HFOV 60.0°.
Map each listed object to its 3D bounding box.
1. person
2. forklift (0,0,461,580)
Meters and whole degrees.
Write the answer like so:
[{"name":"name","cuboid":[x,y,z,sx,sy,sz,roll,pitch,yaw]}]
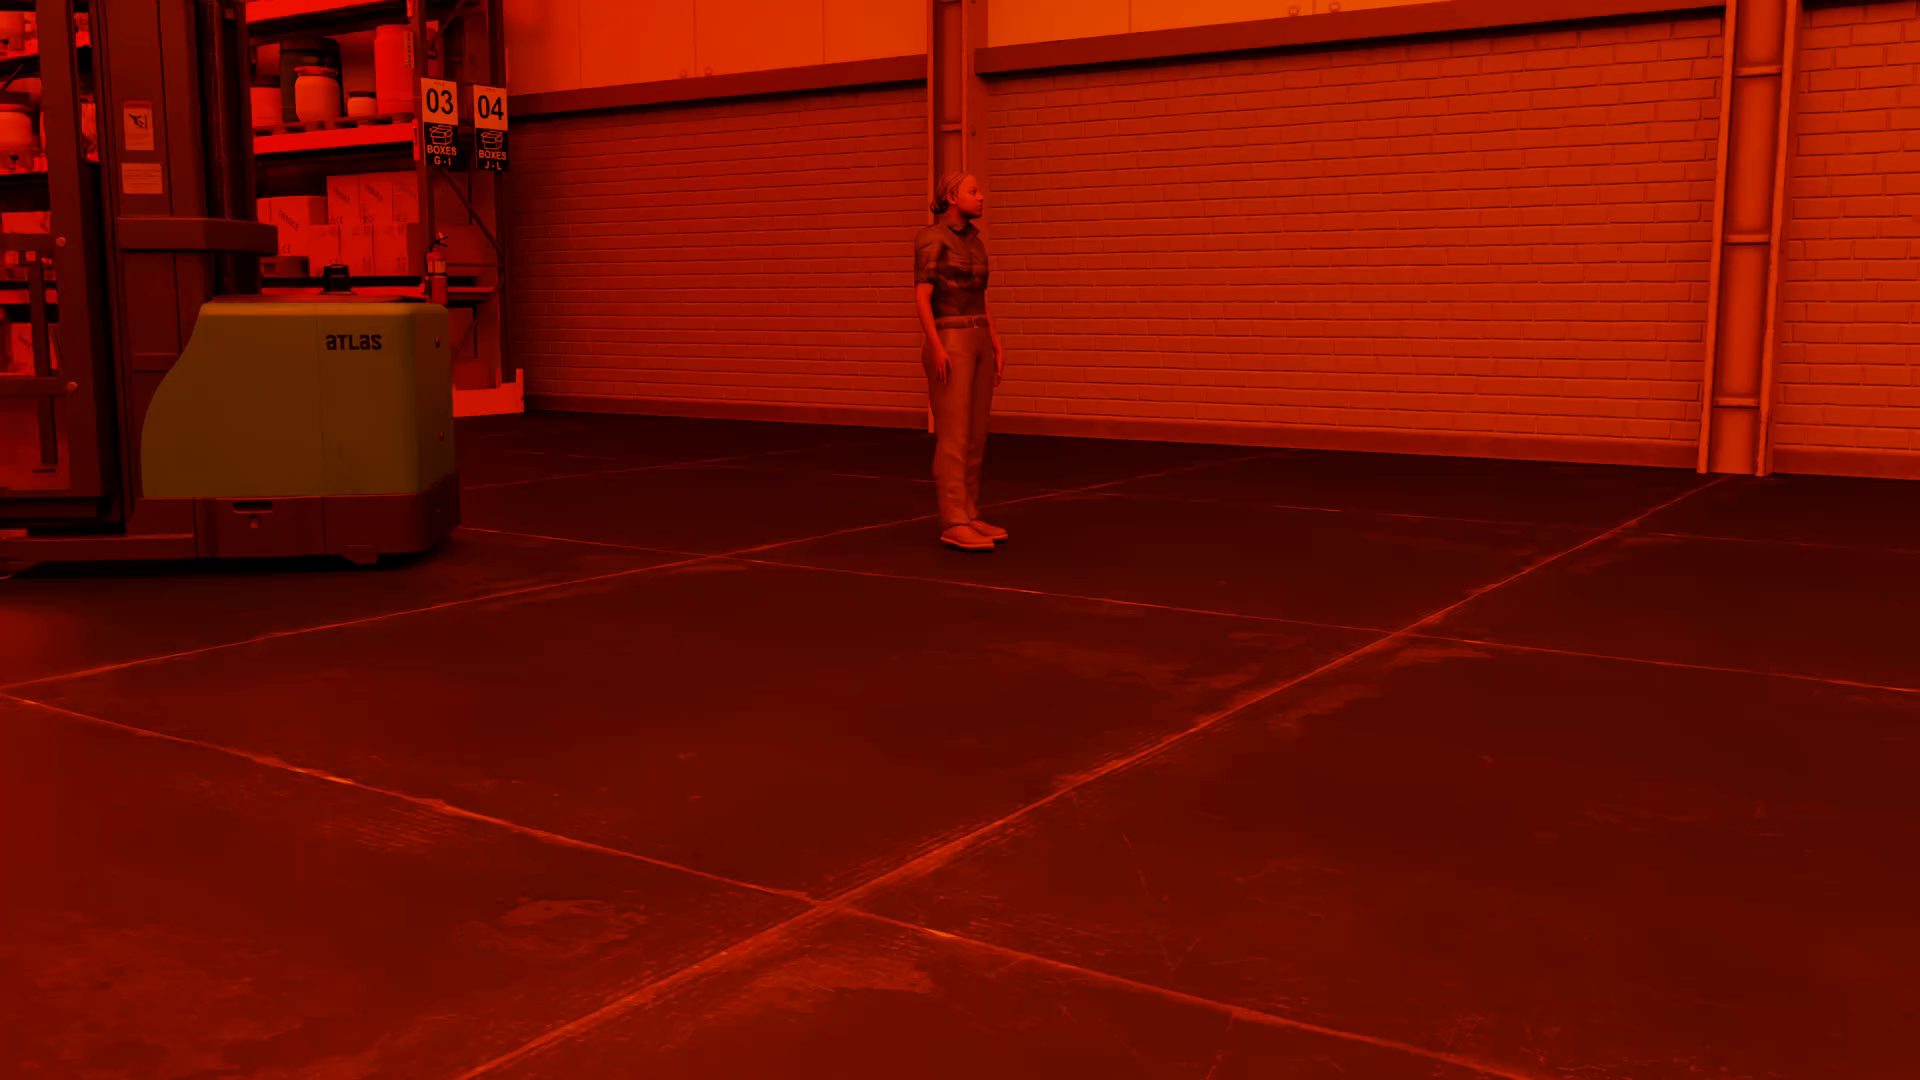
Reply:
[{"name":"person","cuboid":[0.062,-0.811,7.422,0.503,1.644,0.569,5,10,34]},{"name":"forklift","cuboid":[-3.739,-1.371,6.832,3.031,2.935,1.130,-1,8,-8]}]
